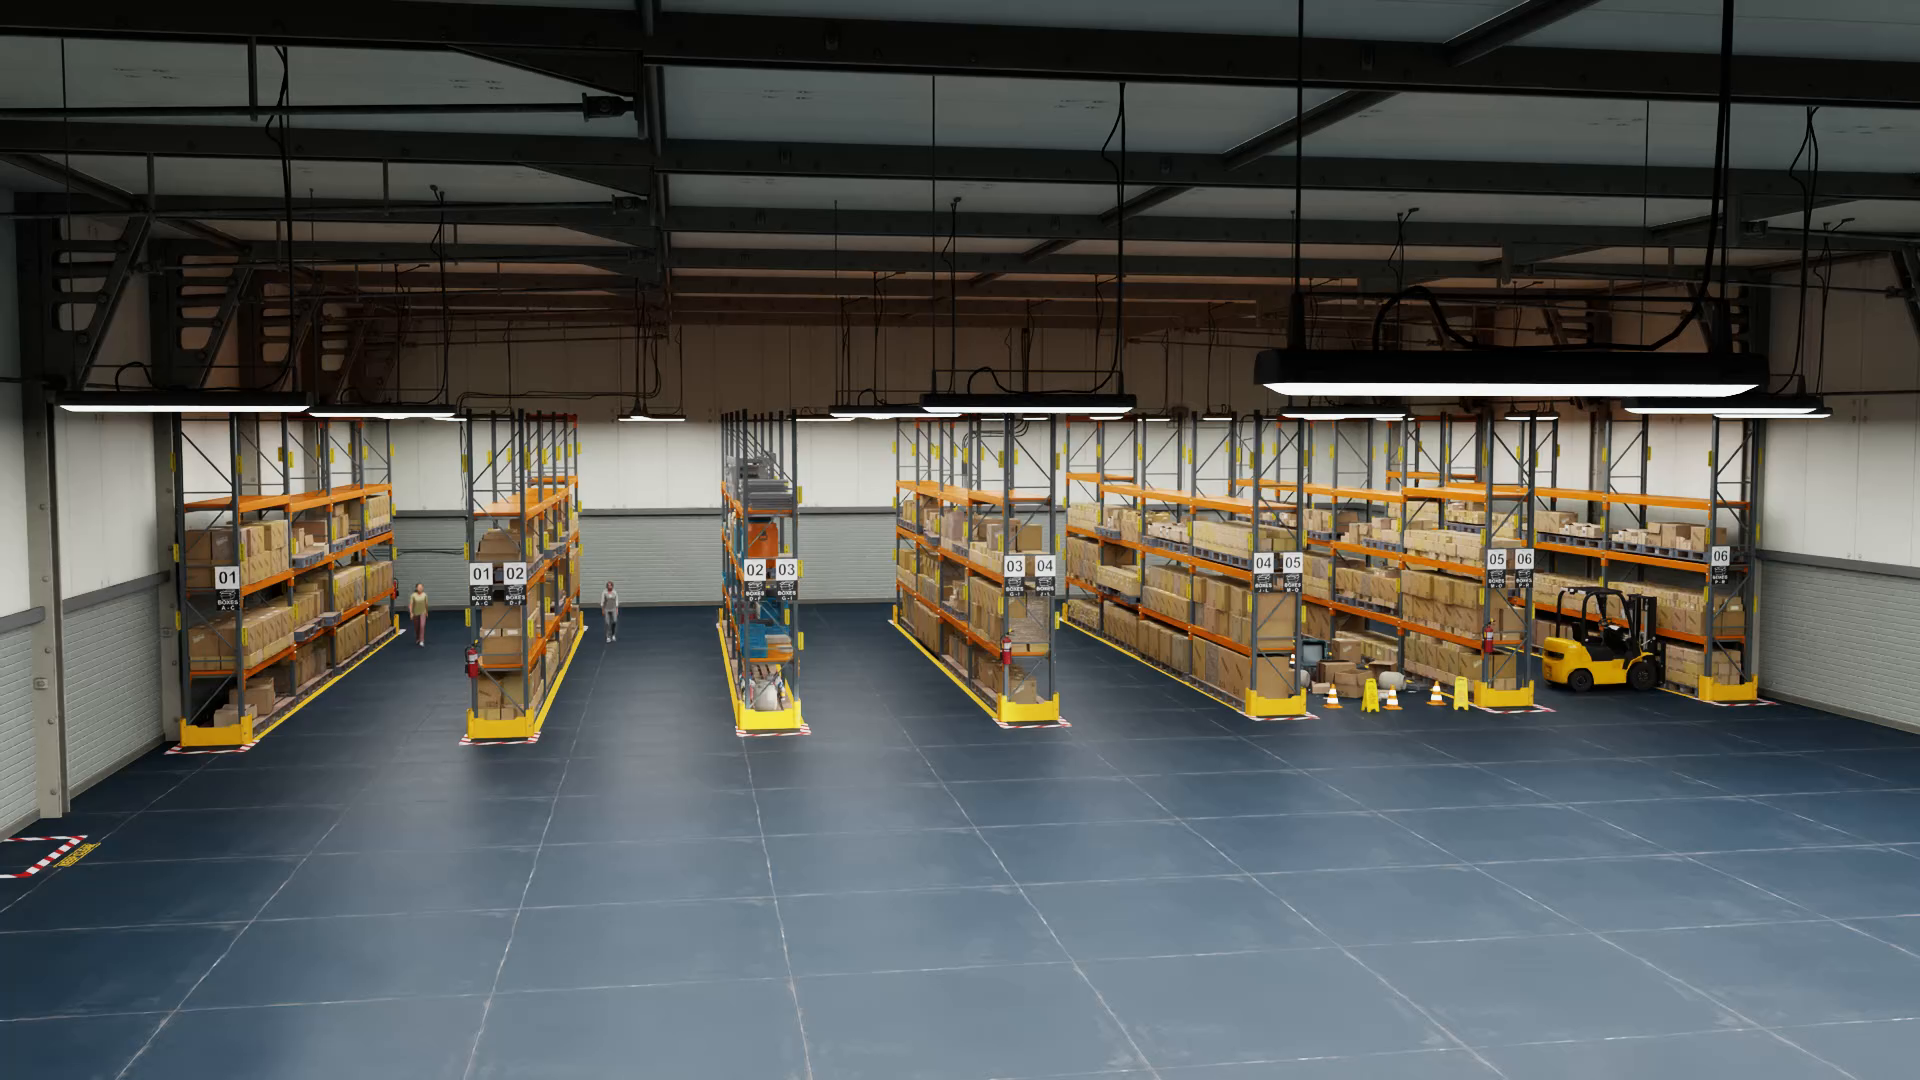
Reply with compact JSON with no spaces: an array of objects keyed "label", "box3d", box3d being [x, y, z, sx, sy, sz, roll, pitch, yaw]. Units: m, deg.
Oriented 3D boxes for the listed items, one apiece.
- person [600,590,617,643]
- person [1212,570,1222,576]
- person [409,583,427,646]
[{"label":"person","box3d":[-9.194,1.994,43.559,0.432,1.389,0.350,-1,4,-13]},{"label":"person","box3d":[7.915,1.316,50.620,0.630,1.708,0.555,-1,4,-14]},{"label":"person","box3d":[-14.004,1.909,42.964,0.423,1.612,1.082,-1,4,-13]}]
